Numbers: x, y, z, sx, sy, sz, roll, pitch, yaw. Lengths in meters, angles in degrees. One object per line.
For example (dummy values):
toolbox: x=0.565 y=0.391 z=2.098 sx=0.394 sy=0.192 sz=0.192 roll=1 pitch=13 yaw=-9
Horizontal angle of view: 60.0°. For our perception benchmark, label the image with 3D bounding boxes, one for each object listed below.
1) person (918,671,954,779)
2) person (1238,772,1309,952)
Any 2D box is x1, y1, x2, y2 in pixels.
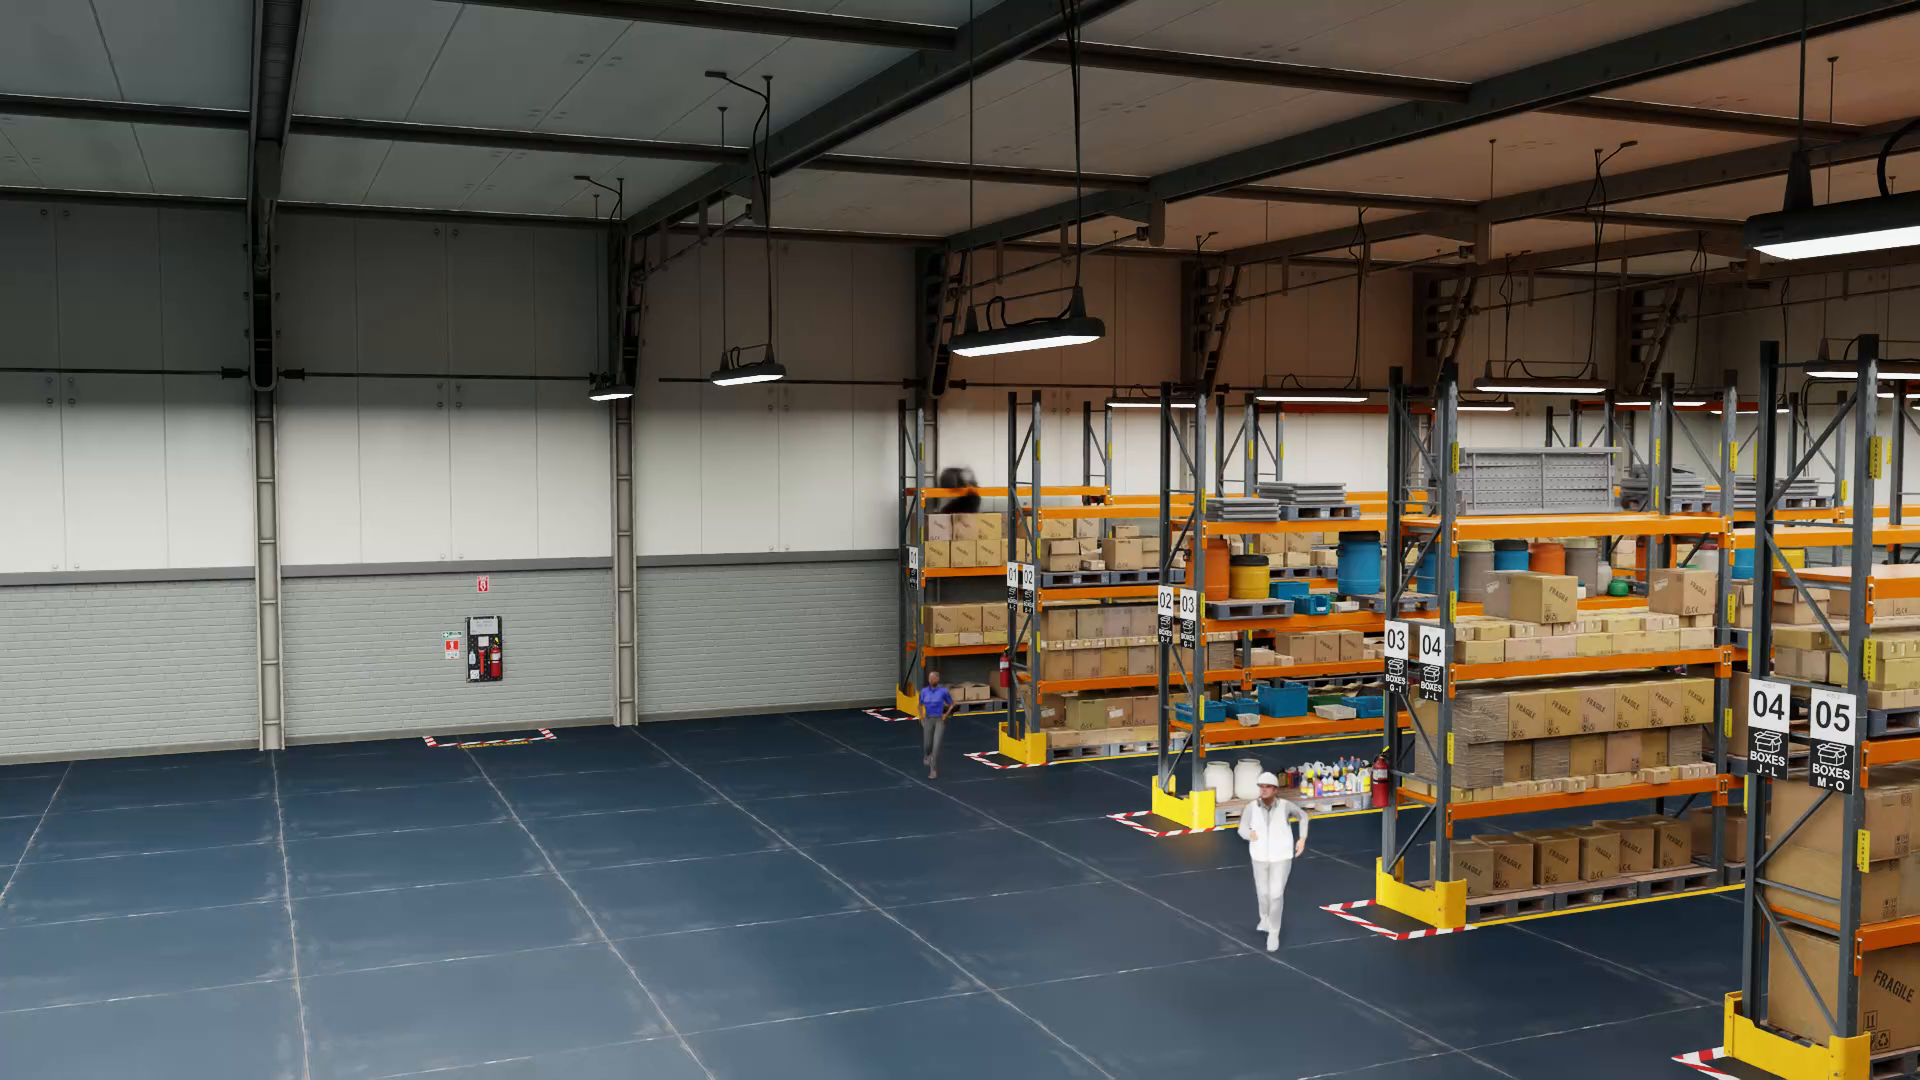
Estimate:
person: x=-0.372 y=2.829 z=25.662 sx=0.578 sy=1.633 sz=0.617 roll=0 pitch=3 yaw=7
person: x=3.209 y=3.280 z=17.100 sx=0.662 sy=1.809 sz=0.883 roll=1 pitch=4 yaw=24
